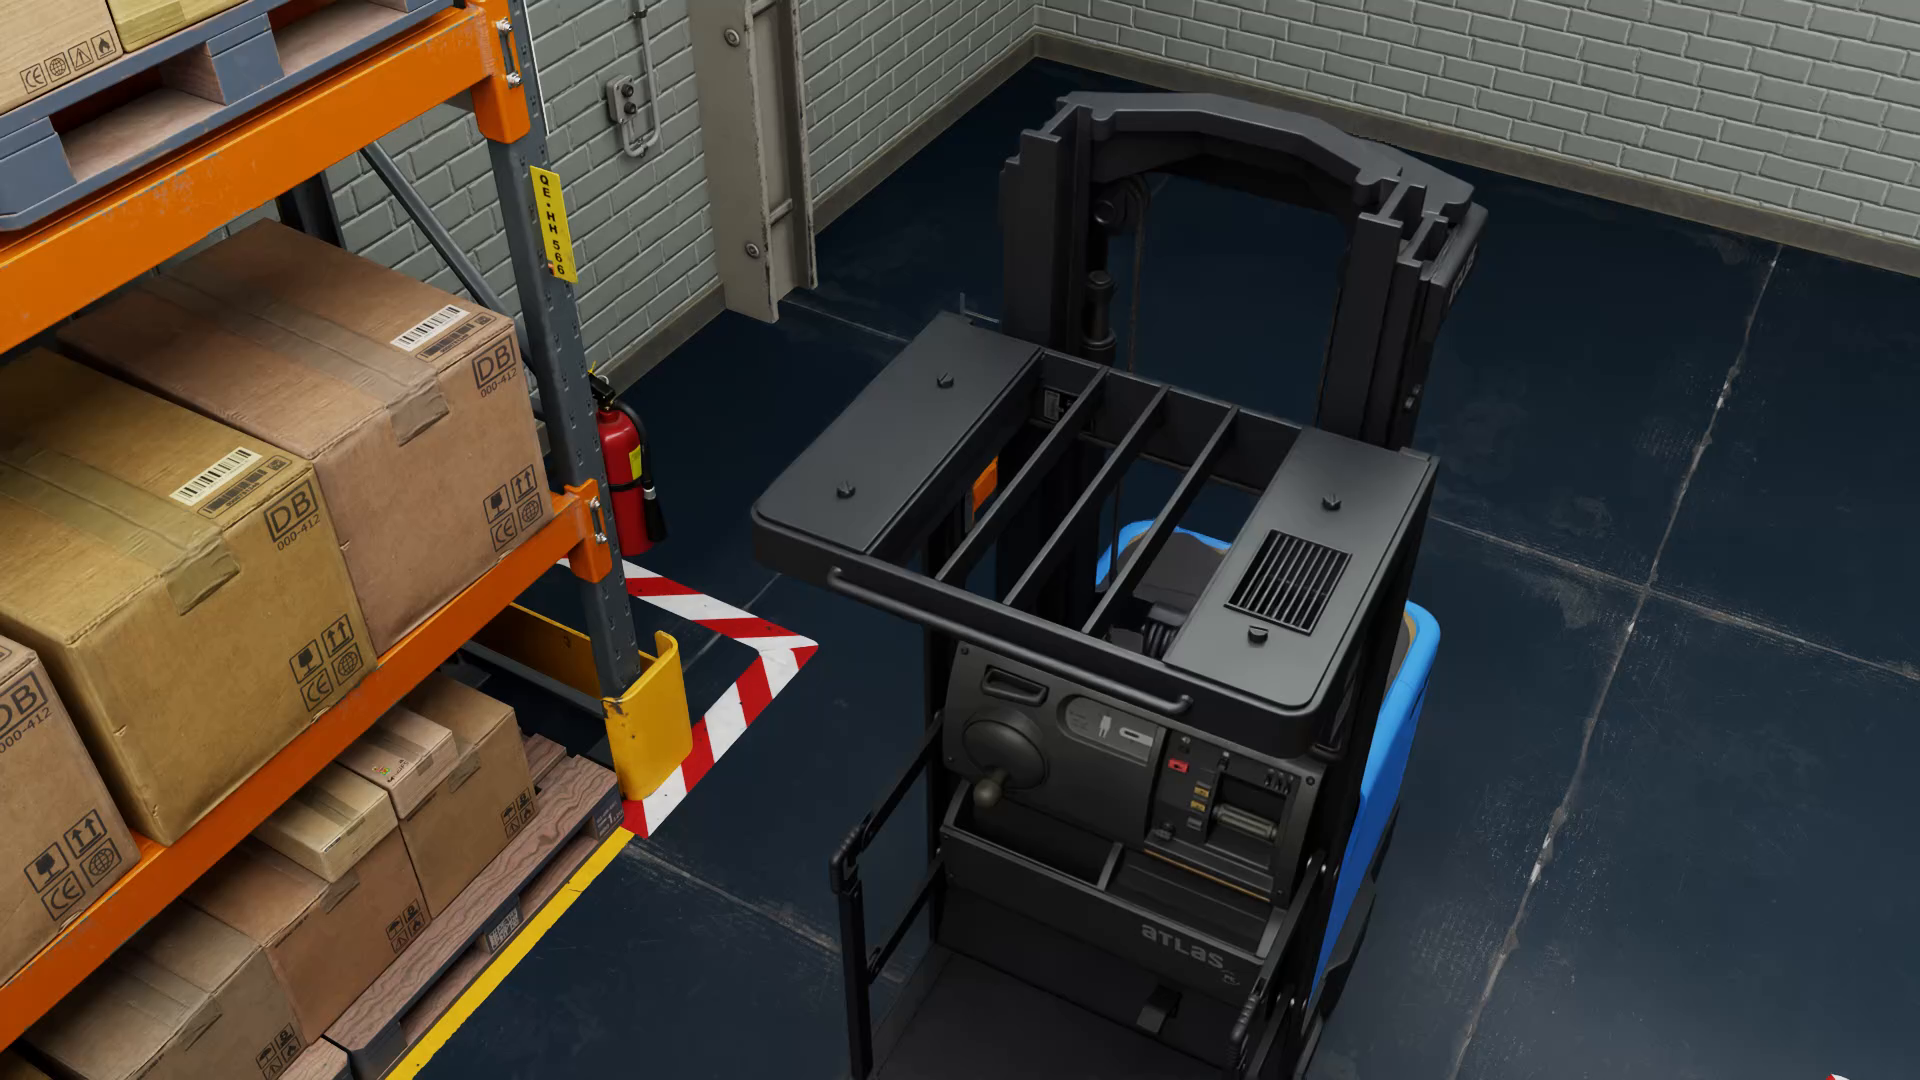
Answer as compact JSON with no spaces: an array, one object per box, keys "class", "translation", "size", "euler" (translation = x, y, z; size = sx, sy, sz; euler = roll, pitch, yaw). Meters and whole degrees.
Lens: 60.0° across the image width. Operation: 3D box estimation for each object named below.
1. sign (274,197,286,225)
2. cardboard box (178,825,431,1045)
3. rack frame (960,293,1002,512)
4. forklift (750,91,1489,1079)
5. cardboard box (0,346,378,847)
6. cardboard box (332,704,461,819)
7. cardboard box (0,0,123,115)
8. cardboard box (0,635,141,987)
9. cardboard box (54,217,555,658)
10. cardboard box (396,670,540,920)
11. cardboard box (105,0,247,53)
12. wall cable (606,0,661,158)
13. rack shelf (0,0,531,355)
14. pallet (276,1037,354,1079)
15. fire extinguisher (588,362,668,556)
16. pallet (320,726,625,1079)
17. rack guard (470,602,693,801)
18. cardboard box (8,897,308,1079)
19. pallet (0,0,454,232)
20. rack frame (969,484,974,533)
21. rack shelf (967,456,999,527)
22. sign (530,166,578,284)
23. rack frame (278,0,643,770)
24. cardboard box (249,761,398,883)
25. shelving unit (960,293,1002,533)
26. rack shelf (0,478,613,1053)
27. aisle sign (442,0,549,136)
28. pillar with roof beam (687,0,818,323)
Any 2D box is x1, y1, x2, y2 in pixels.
[{"class":"sign","translation":[-2.007,-1.030,4.935],"size":[0.100,0.325,0.005],"euler":[21,45,22]},{"class":"cardboard box","translation":[-2.043,1.012,4.904],"size":[0.700,0.500,0.500],"euler":[21,45,22]},{"class":"rack frame","translation":[0.088,-0.494,6.517],"size":[0.200,1.050,0.008],"euler":[21,45,22]},{"class":"forklift","translation":[0.293,0.625,3.822],"size":[1.130,2.935,3.031],"euler":[19,45,21]},{"class":"cardboard box","translation":[-2.130,0.114,4.123],"size":[0.980,0.700,0.700],"euler":[21,45,22]},{"class":"cardboard box","translation":[-1.699,0.616,4.863],"size":[0.380,0.149,0.250],"euler":[20,45,22]},{"class":"cardboard box","translation":[-1.925,-0.948,3.007],"size":[0.500,0.250,0.500],"euler":[19,45,21]},{"class":"cardboard box","translation":[-2.520,0.548,3.631],"size":[0.980,0.700,0.700],"euler":[19,45,20]},{"class":"cardboard box","translation":[-1.776,-0.305,4.600],"size":[0.980,0.700,0.700],"euler":[23,46,24]},{"class":"cardboard box","translation":[-1.793,0.726,5.229],"size":[0.700,0.500,0.500],"euler":[21,45,22]},{"class":"cardboard box","translation":[-1.666,-1.246,3.345],"size":[0.500,0.250,0.500],"euler":[22,46,23]},{"class":"wall cable","translation":[-1.707,-1.915,5.886],"size":[0.084,1.984,1.851],"euler":[21,45,22]},{"class":"rack shelf","translation":[-2.530,-0.199,2.981],"size":[1.077,0.370,4.000],"euler":[21,45,22]},{"class":"pallet","translation":[-2.473,1.737,4.618],"size":[1.003,0.211,1.213],"euler":[21,45,22]},{"class":"fire extinguisher","translation":[-1.054,-0.253,5.108],"size":[0.296,0.674,0.183],"euler":[21,45,22]},{"class":"pallet","translation":[-1.861,1.042,5.407],"size":[1.003,0.211,1.213],"euler":[21,45,22]},{"class":"rack guard","translation":[-1.517,0.436,5.876],"size":[1.175,0.500,0.348],"euler":[21,45,22]},{"class":"cardboard box","translation":[-2.294,1.300,4.577],"size":[0.700,0.500,0.500],"euler":[19,45,21]},{"class":"pallet","translation":[-1.891,-1.153,3.587],"size":[1.003,0.211,1.213],"euler":[21,45,22]},{"class":"rack frame","translation":[-0.034,-0.355,6.359],"size":[0.200,1.050,0.008],"euler":[21,45,22]},{"class":"rack shelf","translation":[0.027,-0.208,6.628],"size":[0.215,0.259,0.240],"euler":[21,45,22]},{"class":"sign","translation":[-1.066,-0.824,4.361],"size":[0.100,0.325,0.005],"euler":[21,45,22]},{"class":"rack frame","translation":[-1.529,-0.488,5.035],"size":[1.000,3.000,0.127],"euler":[21,45,22]},{"class":"cardboard box","translation":[-1.827,0.763,4.697],"size":[0.380,0.149,0.250],"euler":[22,46,23]},{"class":"shelving unit","translation":[0.027,-0.425,6.438],"size":[0.215,1.050,0.252],"euler":[21,45,22]},{"class":"rack shelf","translation":[-2.530,0.926,3.973],"size":[1.077,0.370,4.000],"euler":[21,45,22]},{"class":"aisle sign","translation":[-1.233,-1.406,4.109],"size":[0.394,0.787,0.004],"euler":[21,45,22]},{"class":"pillar with roof beam","translation":[2.800,-3.147,3.514],"size":[9.100,9.000,0.400],"euler":[21,45,22]}]
